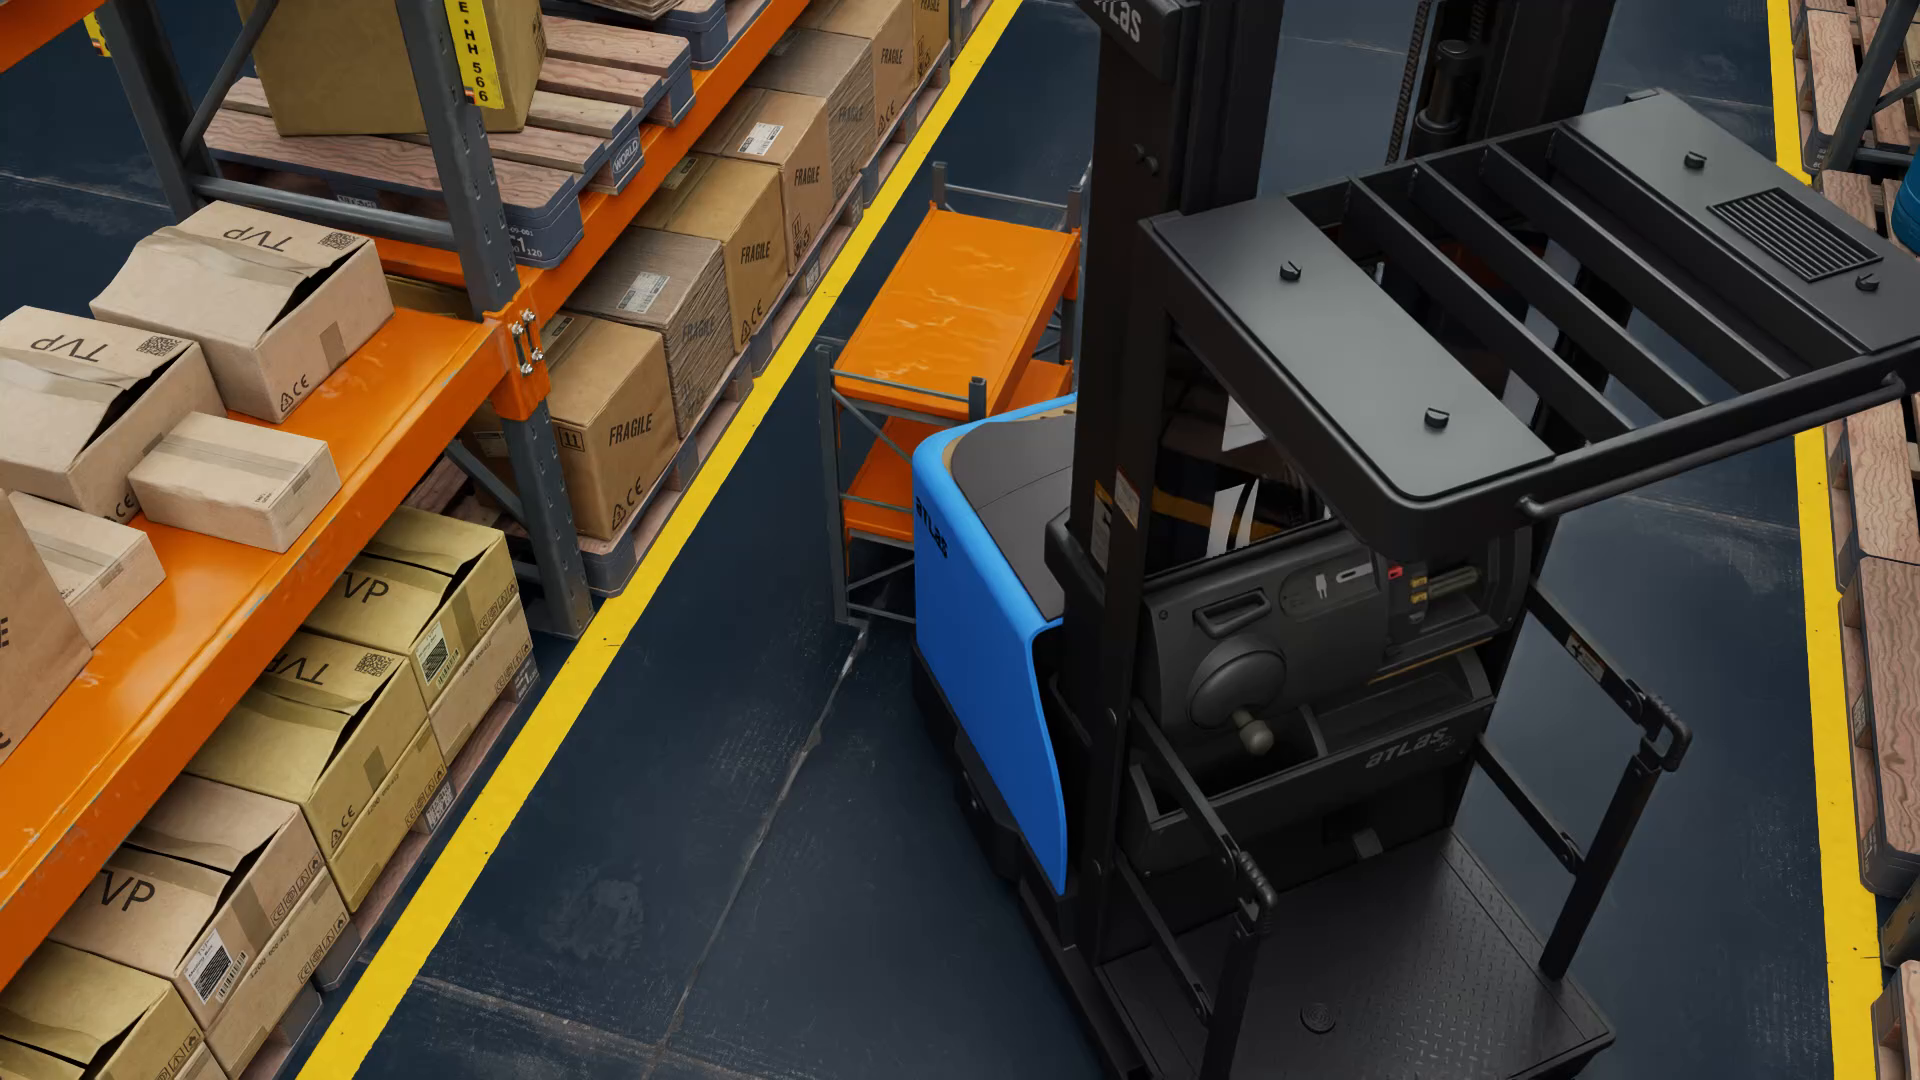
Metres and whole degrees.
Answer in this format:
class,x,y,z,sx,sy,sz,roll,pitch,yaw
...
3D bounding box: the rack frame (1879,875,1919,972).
class,x,y,z,sx,sy,sz,roll,pitch,yaw
rack frame,3.021,0.164,3.438,1.000,3.000,0.127,13,46,13

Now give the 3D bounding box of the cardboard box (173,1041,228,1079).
class,x,y,z,sx,sy,sz,roll,pitch,yaw
cardboard box,-2.087,1.370,3.871,0.500,0.250,0.500,13,46,13

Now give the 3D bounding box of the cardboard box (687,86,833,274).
class,x,y,z,sx,sy,sz,roll,pitch,yaw
cardboard box,-0.826,-1.427,6.536,0.500,0.500,0.500,11,45,11

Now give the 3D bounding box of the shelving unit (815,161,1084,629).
class,x,y,z,sx,sy,sz,roll,pitch,yaw
shelving unit,-0.009,-0.426,5.381,0.538,1.125,1.048,13,46,13

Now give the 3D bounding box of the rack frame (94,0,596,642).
class,x,y,z,sx,sy,sz,roll,pitch,yaw
rack frame,-1.699,-0.888,4.512,1.000,3.000,0.127,13,46,13

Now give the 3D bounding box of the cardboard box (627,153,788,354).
class,x,y,z,sx,sy,sz,roll,pitch,yaw
cardboard box,-0.979,-1.078,6.179,0.500,0.500,0.500,12,46,12

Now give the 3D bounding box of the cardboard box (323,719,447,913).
class,x,y,z,sx,sy,sz,roll,pitch,yaw
cardboard box,-1.778,0.692,4.564,0.500,0.250,0.500,12,46,12

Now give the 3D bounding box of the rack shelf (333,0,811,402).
class,x,y,z,sx,sy,sz,roll,pitch,yaw
rack shelf,-1.093,-1.964,6.126,1.077,0.370,4.000,13,46,13

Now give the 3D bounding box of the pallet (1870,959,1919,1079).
class,x,y,z,sx,sy,sz,roll,pitch,yaw
pallet,2.749,1.669,3.894,1.003,0.211,1.213,13,46,13

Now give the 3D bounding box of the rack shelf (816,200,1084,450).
class,x,y,z,sx,sy,sz,roll,pitch,yaw
rack shelf,-0.009,-0.635,5.177,0.538,0.278,1.000,13,46,13

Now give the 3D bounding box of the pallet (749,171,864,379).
class,x,y,z,sx,sy,sz,roll,pitch,yaw
pallet,-1.065,-1.191,6.816,1.003,0.211,1.213,13,46,13

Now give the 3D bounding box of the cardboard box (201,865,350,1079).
class,x,y,z,sx,sy,sz,roll,pitch,yaw
cardboard box,-1.934,1.026,4.222,0.500,0.250,0.500,14,46,13

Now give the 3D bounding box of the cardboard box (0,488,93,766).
class,x,y,z,sx,sy,sz,roll,pitch,yaw
cardboard box,-2.191,0.198,3.331,0.500,0.500,0.500,10,45,10

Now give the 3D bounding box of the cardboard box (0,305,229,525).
class,x,y,z,sx,sy,sz,roll,pitch,yaw
cardboard box,-2.154,-0.301,3.976,0.500,0.311,0.500,12,46,12

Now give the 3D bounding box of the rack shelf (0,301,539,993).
class,x,y,z,sx,sy,sz,roll,pitch,yaw
rack shelf,-2.305,0.703,3.402,1.077,0.370,4.000,13,46,13

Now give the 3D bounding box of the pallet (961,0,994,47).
class,x,y,z,sx,sy,sz,roll,pitch,yaw
pallet,-0.279,-3.015,8.680,1.003,0.211,1.213,13,46,13

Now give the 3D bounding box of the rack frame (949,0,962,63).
class,x,y,z,sx,sy,sz,roll,pitch,yaw
rack frame,-0.488,-3.554,7.237,1.000,3.000,0.127,13,46,13

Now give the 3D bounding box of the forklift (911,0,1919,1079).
class,x,y,z,sx,sy,sz,roll,pitch,yaw
forklift,0.910,0.253,3.396,1.130,2.935,3.031,-17,47,-17

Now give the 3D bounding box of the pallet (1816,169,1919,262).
class,x,y,z,sx,sy,sz,roll,pitch,yaw
pallet,3.959,-1.000,6.621,1.003,0.211,1.213,13,46,13

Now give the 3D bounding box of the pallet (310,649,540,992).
class,x,y,z,sx,sy,sz,roll,pitch,yaw
pallet,-1.985,0.649,4.935,1.003,0.211,1.213,13,46,13

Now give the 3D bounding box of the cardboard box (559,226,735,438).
class,x,y,z,sx,sy,sz,roll,pitch,yaw
cardboard box,-1.135,-0.745,5.839,0.500,0.500,0.500,11,45,11

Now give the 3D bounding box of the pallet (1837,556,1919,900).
class,x,y,z,sx,sy,sz,roll,pitch,yaw
pallet,3.220,0.626,4.959,1.003,0.211,1.213,13,46,13

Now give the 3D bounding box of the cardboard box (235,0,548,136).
class,x,y,z,sx,sy,sz,roll,pitch,yaw
cardboard box,-1.616,-1.517,4.784,0.700,0.500,0.500,-1,44,-1

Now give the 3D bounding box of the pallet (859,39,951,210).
class,x,y,z,sx,sy,sz,roll,pitch,yaw
pallet,-0.698,-2.007,7.650,1.003,0.211,1.213,13,46,13

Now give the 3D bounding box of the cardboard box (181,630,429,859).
class,x,y,z,sx,sy,sz,roll,pitch,yaw
cardboard box,-1.774,0.494,4.366,0.500,0.311,0.500,12,46,12

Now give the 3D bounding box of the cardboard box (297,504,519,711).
class,x,y,z,sx,sy,sz,roll,pitch,yaw
cardboard box,-1.623,0.146,4.721,0.500,0.311,0.500,14,46,14

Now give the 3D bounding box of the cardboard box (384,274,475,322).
class,x,y,z,sx,sy,sz,roll,pitch,yaw
cardboard box,-1.639,-0.825,5.921,0.500,0.500,0.500,14,46,14

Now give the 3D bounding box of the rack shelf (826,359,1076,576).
class,x,y,z,sx,sy,sz,roll,pitch,yaw
rack shelf,-0.009,-0.252,5.552,0.538,0.278,1.000,13,46,13

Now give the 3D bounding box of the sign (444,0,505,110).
class,x,y,z,sx,sy,sz,roll,pitch,yaw
sign,-1.169,-1.186,3.990,0.100,0.325,0.005,13,46,13

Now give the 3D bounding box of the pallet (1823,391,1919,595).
class,x,y,z,sx,sy,sz,roll,pitch,yaw
pallet,3.591,-0.184,5.787,1.003,0.211,1.213,13,46,13

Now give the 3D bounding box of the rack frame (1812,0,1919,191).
class,x,y,z,sx,sy,sz,roll,pitch,yaw
rack frame,4.232,-2.502,6.162,1.000,3.000,0.127,13,46,13

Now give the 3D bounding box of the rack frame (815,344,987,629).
class,x,y,z,sx,sy,sz,roll,pitch,yaw
rack frame,-0.168,-0.089,5.036,0.500,1.125,0.032,13,46,13

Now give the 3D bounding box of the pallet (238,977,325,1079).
class,x,y,z,sx,sy,sz,roll,pitch,yaw
pallet,-2.357,1.460,4.107,1.003,0.211,1.213,13,46,13

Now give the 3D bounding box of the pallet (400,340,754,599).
class,x,y,z,sx,sy,sz,roll,pitch,yaw
pallet,-1.437,-0.381,5.988,1.003,0.211,1.213,13,46,13

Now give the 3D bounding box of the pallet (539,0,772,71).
class,x,y,z,sx,sy,sz,roll,pitch,yaw
pallet,-1.114,-2.116,5.905,1.003,0.211,1.213,13,46,13

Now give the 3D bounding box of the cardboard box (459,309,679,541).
class,x,y,z,sx,sy,sz,roll,pitch,yaw
cardboard box,-1.289,-0.394,5.481,0.500,0.500,0.500,14,46,14

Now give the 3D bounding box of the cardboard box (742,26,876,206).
class,x,y,z,sx,sy,sz,roll,pitch,yaw
cardboard box,-0.674,-1.766,6.883,0.500,0.500,0.500,13,46,13

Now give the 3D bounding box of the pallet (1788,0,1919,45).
class,x,y,z,sx,sy,sz,roll,pitch,yaw
pallet,4.785,-2.820,8.481,1.003,0.211,1.213,13,46,13

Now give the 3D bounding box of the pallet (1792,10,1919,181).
class,x,y,z,sx,sy,sz,roll,pitch,yaw
pallet,4.418,-2.004,7.647,1.003,0.211,1.213,13,46,13

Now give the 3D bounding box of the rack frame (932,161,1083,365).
class,x,y,z,sx,sy,sz,roll,pitch,yaw
rack frame,0.151,-0.764,5.726,0.500,1.125,0.032,13,46,13

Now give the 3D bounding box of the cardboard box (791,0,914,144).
class,x,y,z,sx,sy,sz,roll,pitch,yaw
cardboard box,-0.522,-2.100,7.224,0.500,0.500,0.500,13,46,13

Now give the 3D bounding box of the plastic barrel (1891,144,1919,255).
class,x,y,z,sx,sy,sz,roll,pitch,yaw
plastic barrel,4.051,-1.543,6.383,0.600,0.901,0.708,13,46,13

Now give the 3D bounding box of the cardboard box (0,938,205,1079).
class,x,y,z,sx,sy,sz,roll,pitch,yaw
cardboard box,-2.083,1.163,3.682,0.500,0.311,0.500,14,46,14

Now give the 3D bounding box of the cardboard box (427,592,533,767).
class,x,y,z,sx,sy,sz,roll,pitch,yaw
cardboard box,-1.626,0.347,4.916,0.500,0.250,0.500,14,46,13

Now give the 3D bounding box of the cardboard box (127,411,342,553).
class,x,y,z,sx,sy,sz,roll,pitch,yaw
cardboard box,-1.708,-0.140,3.928,0.380,0.149,0.250,13,46,13

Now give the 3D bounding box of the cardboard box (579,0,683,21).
class,x,y,z,sx,sy,sz,roll,pitch,yaw
cardboard box,-1.157,-2.086,5.366,0.700,0.500,0.500,21,48,20

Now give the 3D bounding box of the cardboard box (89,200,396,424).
class,x,y,z,sx,sy,sz,roll,pitch,yaw
cardboard box,-1.851,-0.623,4.305,0.500,0.311,0.500,15,46,15

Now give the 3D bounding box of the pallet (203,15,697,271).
class,x,y,z,sx,sy,sz,roll,pitch,yaw
pallet,-1.560,-1.286,5.057,1.213,0.211,1.003,13,46,13

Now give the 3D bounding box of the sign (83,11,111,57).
class,x,y,z,sx,sy,sz,roll,pitch,yaw
sign,-2.219,-1.382,4.246,0.100,0.325,0.005,13,46,13

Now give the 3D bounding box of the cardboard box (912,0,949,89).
class,x,y,z,sx,sy,sz,roll,pitch,yaw
cardboard box,-0.364,-2.428,7.559,0.500,0.500,0.500,12,46,12

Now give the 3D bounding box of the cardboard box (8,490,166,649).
class,x,y,z,sx,sy,sz,roll,pitch,yaw
cardboard box,-2.031,0.064,3.719,0.380,0.149,0.250,16,47,15

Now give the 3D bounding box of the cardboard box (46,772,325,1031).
class,x,y,z,sx,sy,sz,roll,pitch,yaw
cardboard box,-1.929,0.829,4.022,0.500,0.311,0.500,12,46,12
